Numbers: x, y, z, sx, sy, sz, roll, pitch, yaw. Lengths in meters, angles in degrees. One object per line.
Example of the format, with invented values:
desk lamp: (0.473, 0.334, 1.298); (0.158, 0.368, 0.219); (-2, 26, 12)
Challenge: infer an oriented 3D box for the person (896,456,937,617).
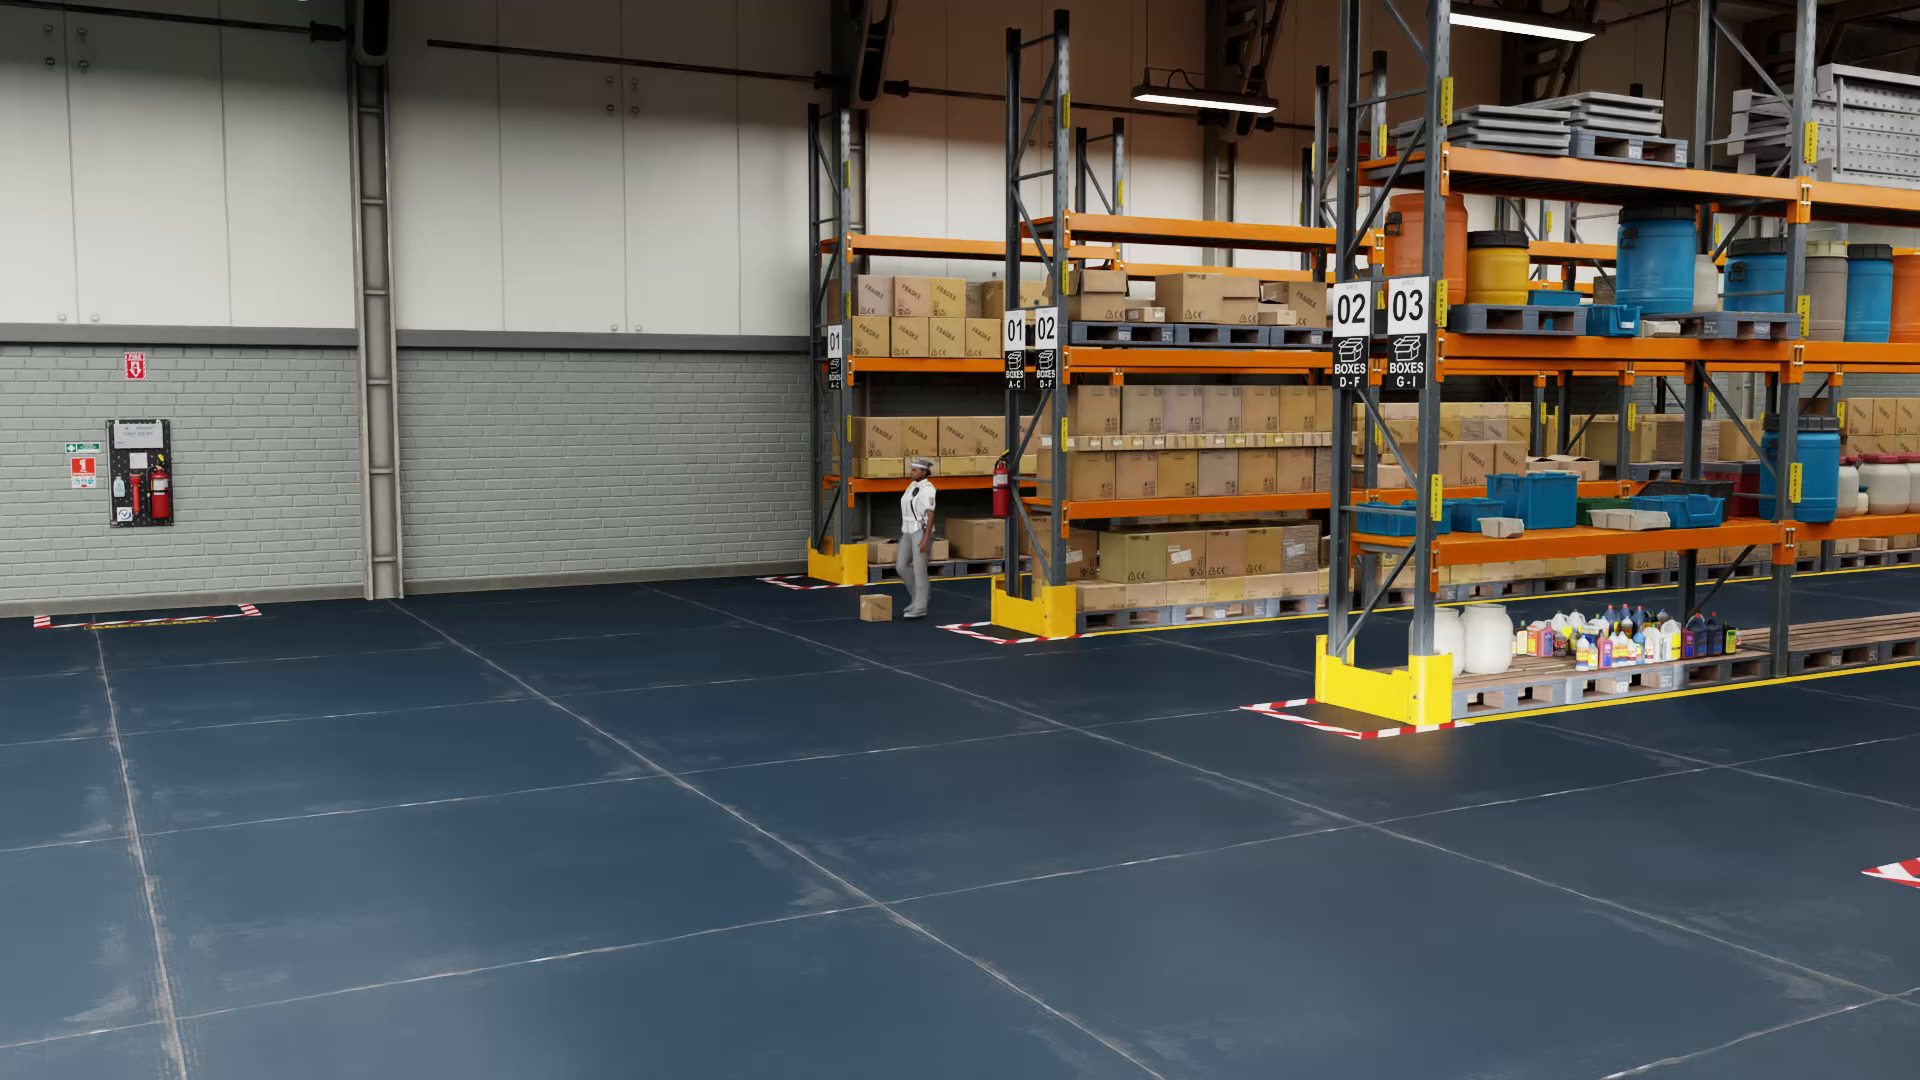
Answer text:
person: (-0.463, -0.033, 17.602); (0.454, 1.711, 0.513); (-3, 6, -34)
